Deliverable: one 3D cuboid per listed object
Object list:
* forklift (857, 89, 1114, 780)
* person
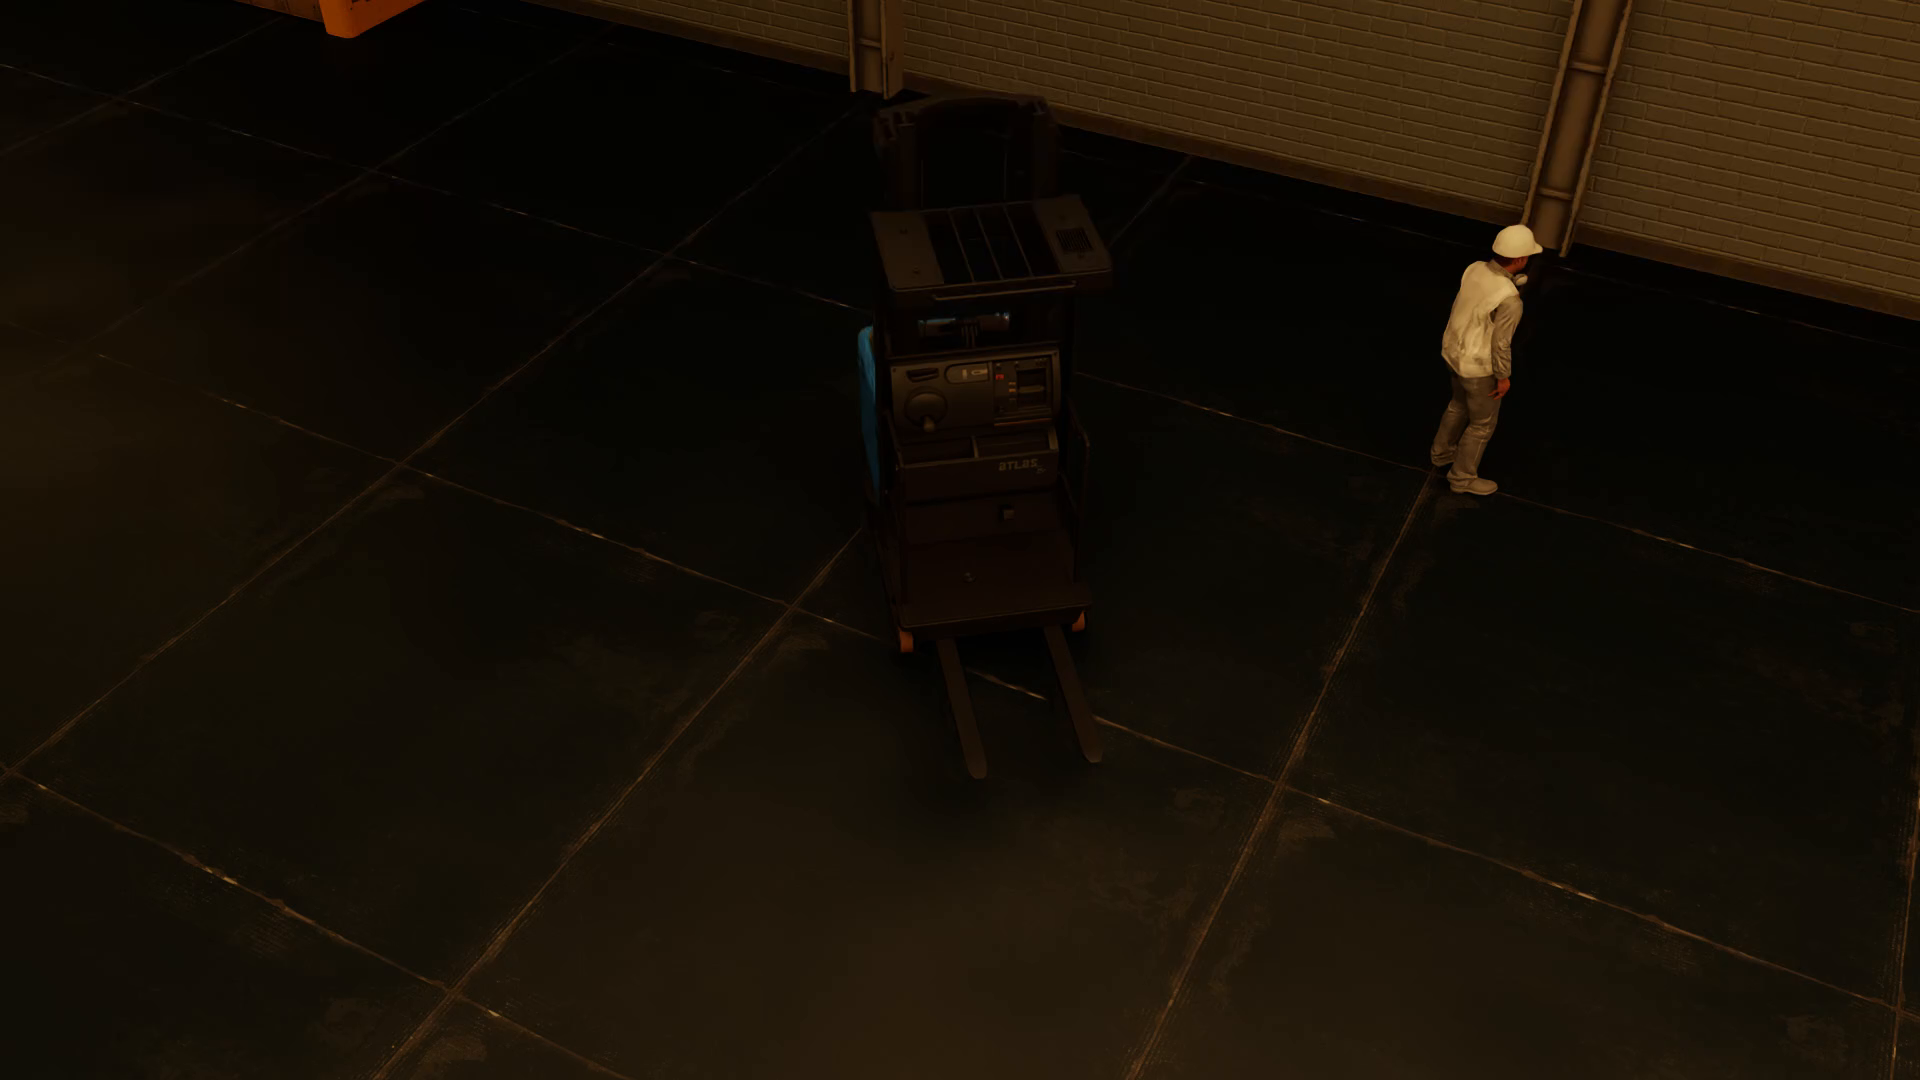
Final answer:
[{"bbox_3d":[0.129,-0.730,8.853,1.130,2.935,3.031,-7,41,-8],"label":"forklift"},{"bbox_3d":[3.200,-1.121,10.220,0.464,1.770,0.583,-9,41,-10],"label":"person"}]
